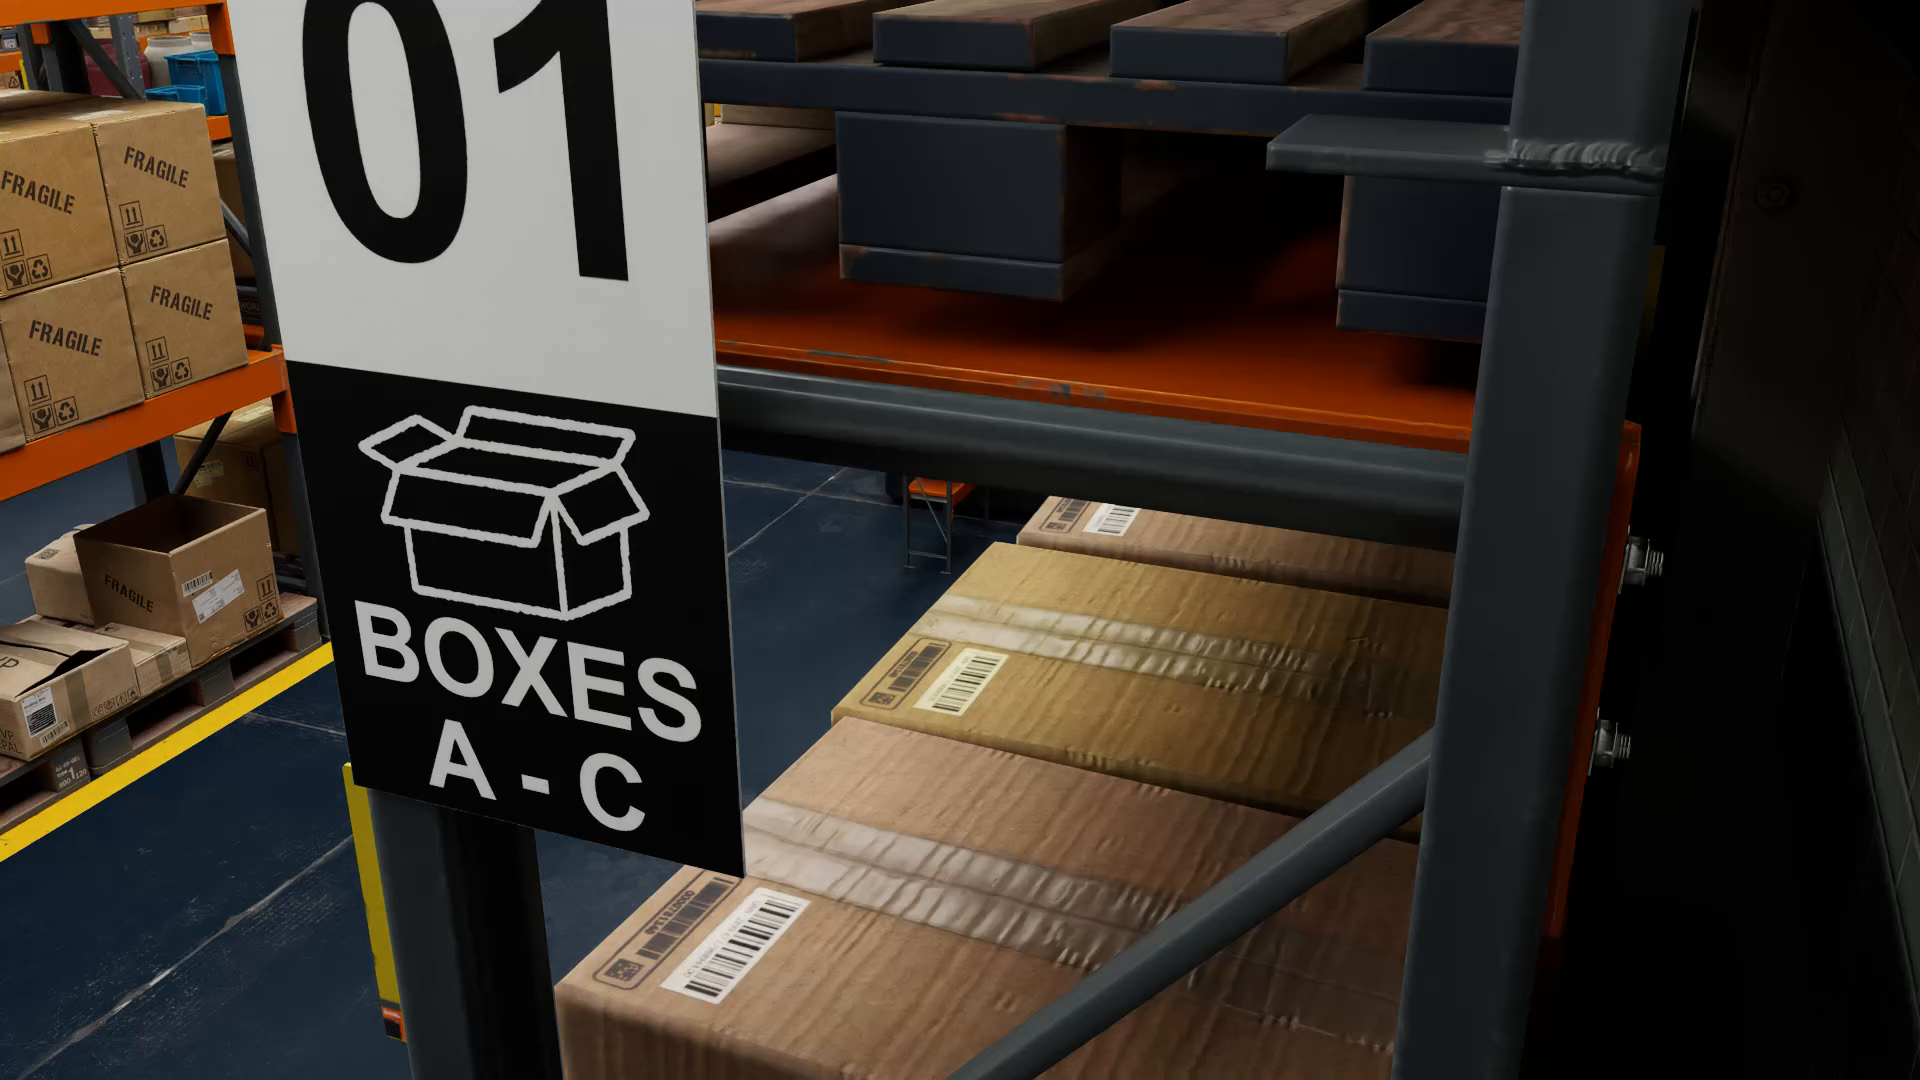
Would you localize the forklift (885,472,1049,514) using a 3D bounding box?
[{"bbox_3d":[0.545,-2.010,9.260,1.130,2.935,3.031,7,24,16],"label":"forklift"}]

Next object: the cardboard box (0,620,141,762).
[{"bbox_3d":[-3.394,0.511,6.053,0.500,0.311,0.500,9,24,20],"label":"cardboard box"}]

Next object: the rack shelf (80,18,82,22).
[{"bbox_3d":[-2.424,-2.808,8.121,1.077,0.370,4.000,9,24,20],"label":"rack shelf"}]

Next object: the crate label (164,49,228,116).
[{"bbox_3d":[-5.658,-3.515,12.727,0.502,0.435,0.616,9,24,20],"label":"crate label"}]

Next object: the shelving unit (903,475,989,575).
[{"bbox_3d":[-0.062,-0.494,7.877,0.258,1.200,0.503,9,24,20],"label":"shelving unit"}]

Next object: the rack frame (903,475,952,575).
[{"bbox_3d":[-0.152,-0.407,7.668,0.240,1.200,0.015,9,24,20],"label":"rack frame"}]

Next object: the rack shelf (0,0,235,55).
[{"bbox_3d":[-3.910,-1.376,4.695,1.077,0.370,4.000,9,24,20],"label":"rack shelf"}]

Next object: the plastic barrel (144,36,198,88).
[{"bbox_3d":[-6.095,-3.632,12.908,0.421,0.512,0.421,0,23,0],"label":"plastic barrel"}]

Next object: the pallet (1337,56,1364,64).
[{"bbox_3d":[0.666,-0.949,2.853,1.003,0.211,1.213,9,24,20],"label":"pallet"}]

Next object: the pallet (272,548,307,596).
[{"bbox_3d":[-2.900,-0.050,8.095,1.003,0.211,1.213,9,24,20],"label":"pallet"}]

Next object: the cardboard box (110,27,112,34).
[{"bbox_3d":[-8.927,-5.328,17.439,0.380,0.149,0.250,9,24,20],"label":"cardboard box"}]

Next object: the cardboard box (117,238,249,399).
[{"bbox_3d":[-3.114,-0.870,6.312,0.500,0.500,0.500,9,24,21],"label":"cardboard box"}]

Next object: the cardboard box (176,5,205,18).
[{"bbox_3d":[-8.856,-6.025,18.267,0.875,0.500,0.500,9,24,20],"label":"cardboard box"}]

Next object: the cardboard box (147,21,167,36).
[{"bbox_3d":[-8.776,-5.512,17.880,0.380,0.149,0.250,9,24,20],"label":"cardboard box"}]

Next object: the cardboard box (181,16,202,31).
[{"bbox_3d":[-8.591,-5.691,18.309,0.380,0.149,0.250,9,24,20],"label":"cardboard box"}]

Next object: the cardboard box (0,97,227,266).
[{"bbox_3d":[-3.114,-1.329,6.114,0.500,0.500,0.500,9,24,20],"label":"cardboard box"}]

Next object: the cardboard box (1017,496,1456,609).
[{"bbox_3d":[0.680,0.244,3.386,0.980,0.700,0.700,8,24,17],"label":"cardboard box"}]

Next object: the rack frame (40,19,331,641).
[{"bbox_3d":[-3.167,-1.040,6.848,1.000,3.000,0.127,9,24,20],"label":"rack frame"}]

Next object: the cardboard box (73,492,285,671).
[{"bbox_3d":[-3.115,0.155,6.659,0.500,0.500,0.500,9,24,20],"label":"cardboard box"}]

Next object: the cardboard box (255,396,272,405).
[{"bbox_3d":[-3.058,-0.483,8.186,0.500,0.500,0.500,9,24,20],"label":"cardboard box"}]

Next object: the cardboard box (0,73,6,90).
[{"bbox_3d":[-12.989,-6.146,21.284,0.875,0.875,0.875,8,24,19],"label":"cardboard box"}]

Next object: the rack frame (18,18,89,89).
[{"bbox_3d":[-9.391,-5.322,17.100,1.000,3.000,0.127,9,24,20],"label":"rack frame"}]

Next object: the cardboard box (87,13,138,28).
[{"bbox_3d":[-9.167,-5.658,17.388,0.875,0.500,0.500,9,24,20],"label":"cardboard box"}]

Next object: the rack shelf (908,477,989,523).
[{"bbox_3d":[-0.061,-0.249,7.979,0.258,0.148,0.480,9,24,20],"label":"rack shelf"}]

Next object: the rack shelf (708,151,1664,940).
[{"bbox_3d":[0.691,-0.668,3.000,1.077,0.370,4.000,9,24,20],"label":"rack shelf"}]

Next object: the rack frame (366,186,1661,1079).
[{"bbox_3d":[-0.052,1.099,1.726,1.000,3.000,0.127,9,24,20],"label":"rack frame"}]

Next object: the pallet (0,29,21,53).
[{"bbox_3d":[-9.810,-4.981,16.532,1.003,0.211,1.213,9,24,20],"label":"pallet"}]

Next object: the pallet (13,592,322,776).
[{"bbox_3d":[-3.423,0.493,6.797,1.003,0.211,1.213,9,24,20],"label":"pallet"}]

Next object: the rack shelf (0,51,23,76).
[{"bbox_3d":[-10.134,-4.275,15.525,1.077,0.370,4.000,9,24,20],"label":"rack shelf"}]

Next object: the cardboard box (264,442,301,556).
[{"bbox_3d":[-2.761,-0.228,7.575,0.500,0.500,0.500,8,24,18],"label":"cardboard box"}]

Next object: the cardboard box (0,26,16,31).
[{"bbox_3d":[-9.816,-5.529,16.271,1.000,1.000,1.000,9,24,20],"label":"cardboard box"}]

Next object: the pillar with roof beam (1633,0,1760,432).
[{"bbox_3d":[0.209,-5.489,9.716,9.100,9.000,0.400,9,24,20],"label":"pillar with roof beam"}]

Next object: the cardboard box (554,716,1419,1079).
[{"bbox_3d":[0.128,0.777,2.109,0.980,0.700,0.700,10,25,22],"label":"cardboard box"}]

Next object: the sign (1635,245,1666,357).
[{"bbox_3d":[1.950,-0.689,4.782,0.100,0.325,0.005,9,24,20],"label":"sign"}]

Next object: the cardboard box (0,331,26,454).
[{"bbox_3d":[-3.493,-0.501,5.429,0.500,0.500,0.500,9,24,21],"label":"cardboard box"}]

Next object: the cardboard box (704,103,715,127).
[{"bbox_3d":[-1.810,-2.470,9.596,0.700,0.500,0.500,1,23,2],"label":"cardboard box"}]

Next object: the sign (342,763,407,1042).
[{"bbox_3d":[-0.551,0.373,1.655,0.100,0.325,0.005,9,24,20],"label":"sign"}]
